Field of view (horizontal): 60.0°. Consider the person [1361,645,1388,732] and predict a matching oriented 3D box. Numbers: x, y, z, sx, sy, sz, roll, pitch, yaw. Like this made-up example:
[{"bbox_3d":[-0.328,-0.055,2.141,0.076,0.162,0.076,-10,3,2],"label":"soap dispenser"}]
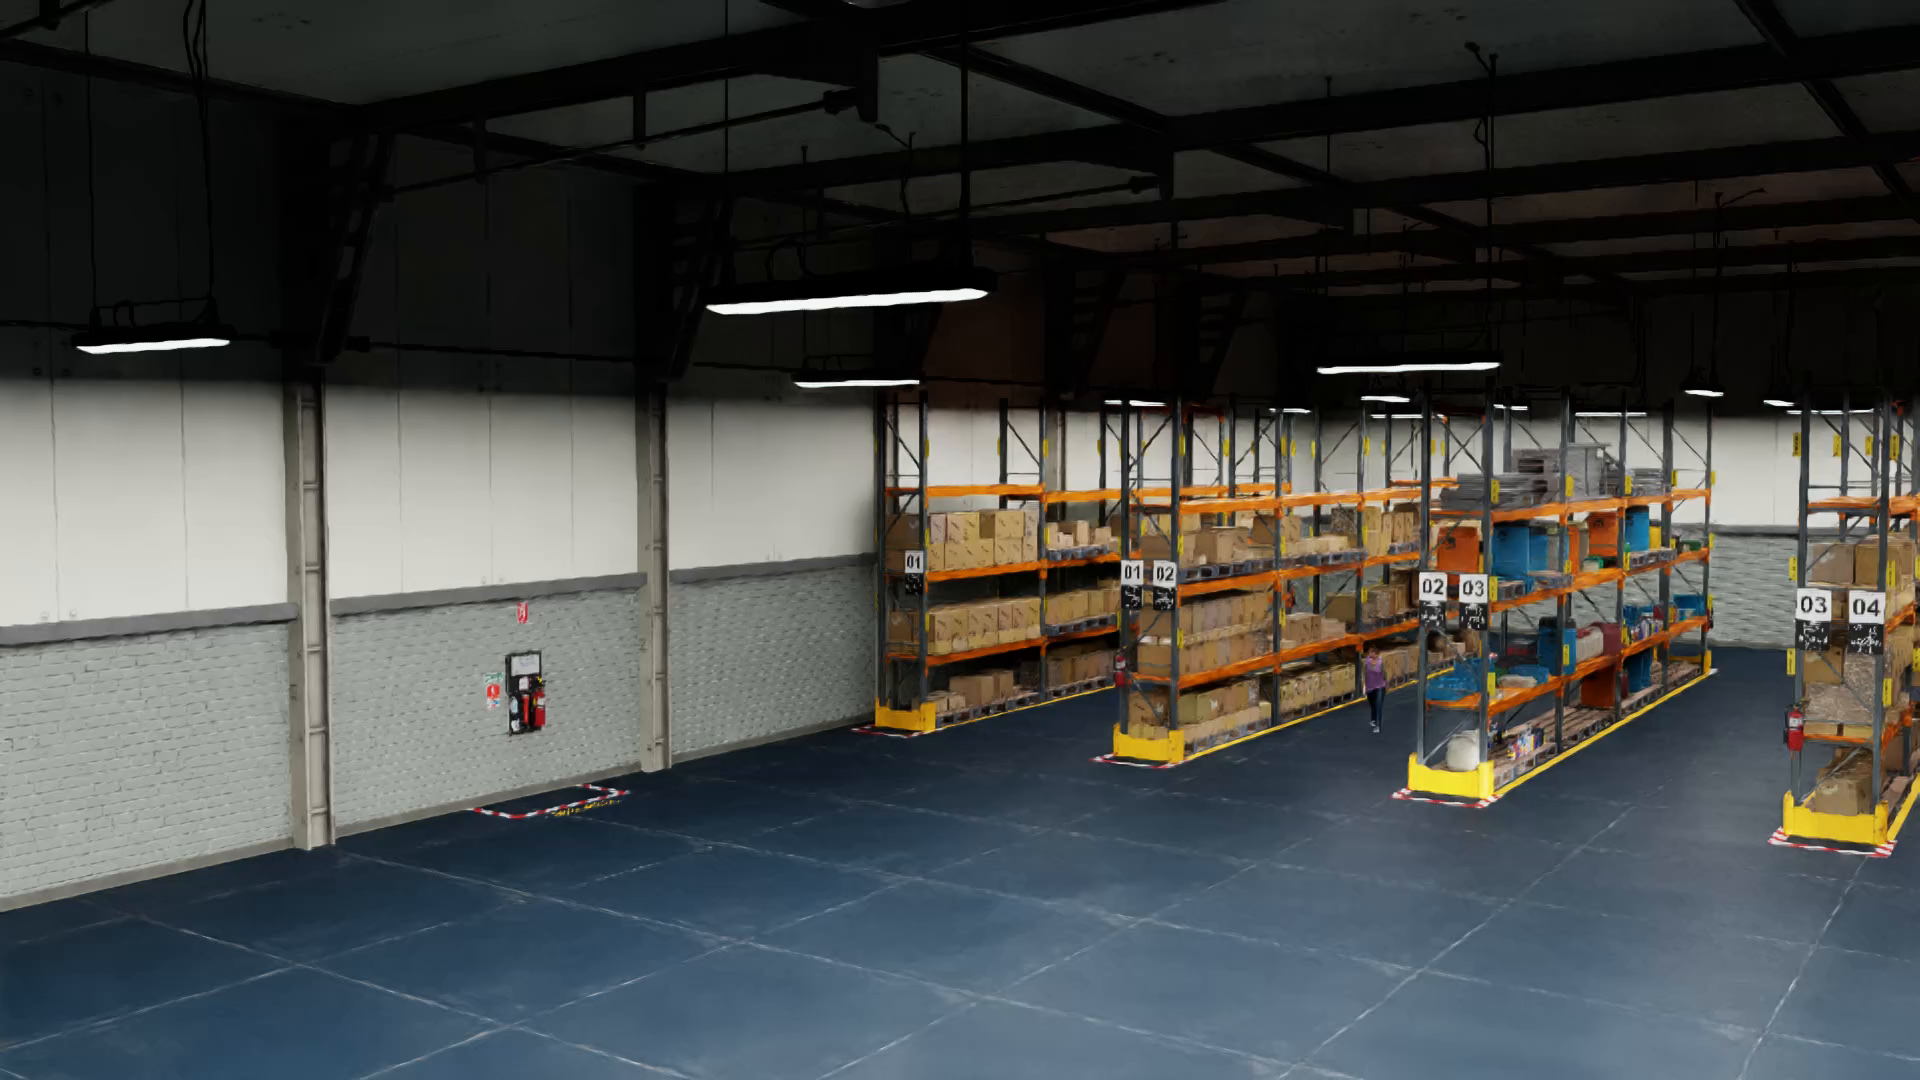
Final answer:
[{"bbox_3d":[7.316,2.596,29.348,0.440,1.516,1.016,1,3,25],"label":"person"}]
